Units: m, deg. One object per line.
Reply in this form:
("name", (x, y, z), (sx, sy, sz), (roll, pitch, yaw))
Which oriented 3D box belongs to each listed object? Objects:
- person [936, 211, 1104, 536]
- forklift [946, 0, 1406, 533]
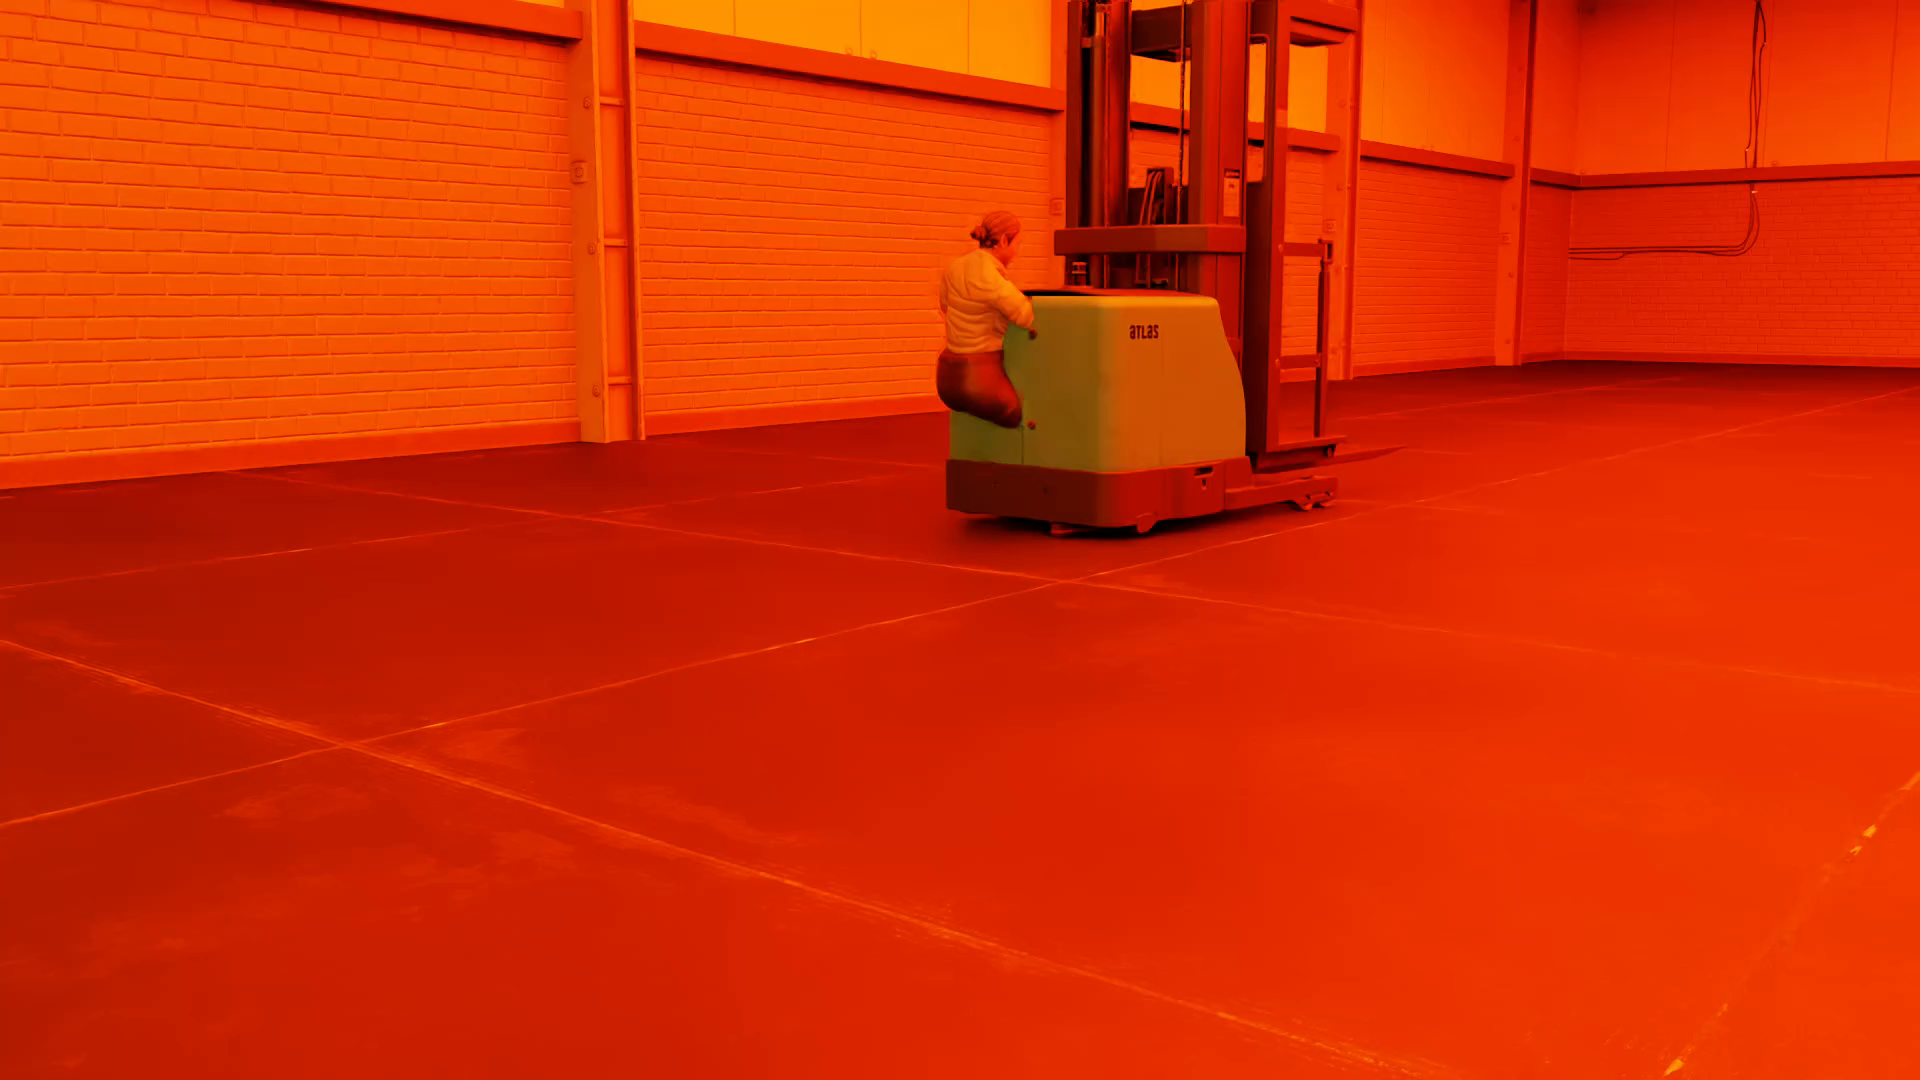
("person", (0.291, -0.788, 7.753), (0.720, 1.454, 0.840), (-5, 10, -32))
("forklift", (1.300, -1.641, 8.498), (1.130, 2.935, 3.031), (8, 11, 42))
